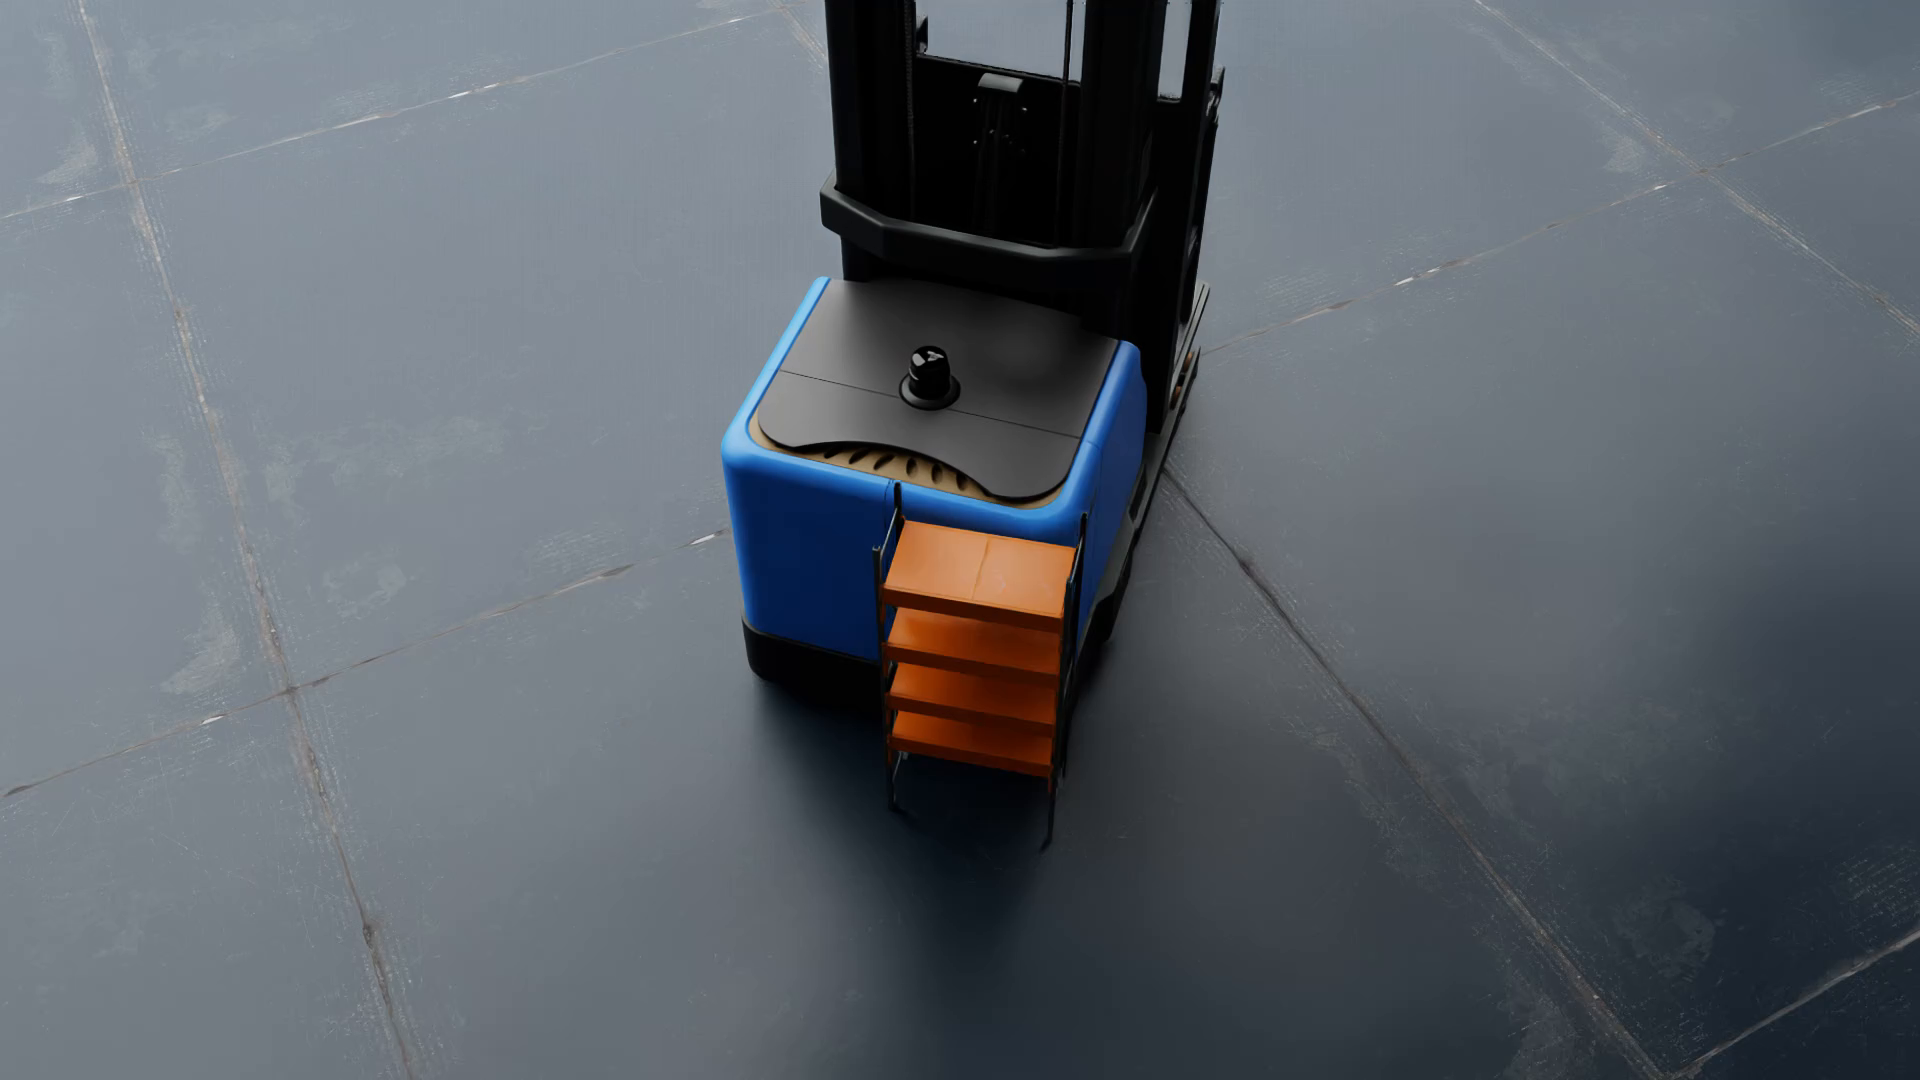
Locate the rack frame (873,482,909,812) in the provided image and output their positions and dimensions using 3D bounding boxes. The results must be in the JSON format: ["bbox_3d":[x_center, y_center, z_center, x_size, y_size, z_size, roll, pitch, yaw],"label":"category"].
[{"bbox_3d":[-0.185,0.335,4.659,0.015,1.200,0.240,9,49,8],"label":"rack frame"}]

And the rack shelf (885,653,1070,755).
[{"bbox_3d":[0.053,0.419,4.675,0.480,0.148,0.258,9,49,8],"label":"rack shelf"}]

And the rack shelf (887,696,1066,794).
[{"bbox_3d":[0.053,0.551,4.824,0.480,0.148,0.258,9,49,8],"label":"rack shelf"}]

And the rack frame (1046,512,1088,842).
[{"bbox_3d":[0.292,0.414,4.590,0.015,1.200,0.240,9,49,8],"label":"rack frame"}]

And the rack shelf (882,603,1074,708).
[{"bbox_3d":[0.053,0.271,4.507,0.480,0.148,0.258,9,49,8],"label":"rack shelf"}]

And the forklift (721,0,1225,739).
[{"bbox_3d":[0.259,-1.458,5.078,1.130,2.935,3.031,14,50,12],"label":"forklift"}]

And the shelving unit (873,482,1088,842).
[{"bbox_3d":[0.053,0.375,4.624,0.503,1.200,0.258,9,49,8],"label":"shelving unit"}]

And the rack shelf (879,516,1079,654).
[{"bbox_3d":[0.054,0.114,4.330,0.480,0.148,0.258,9,49,8],"label":"rack shelf"}]
